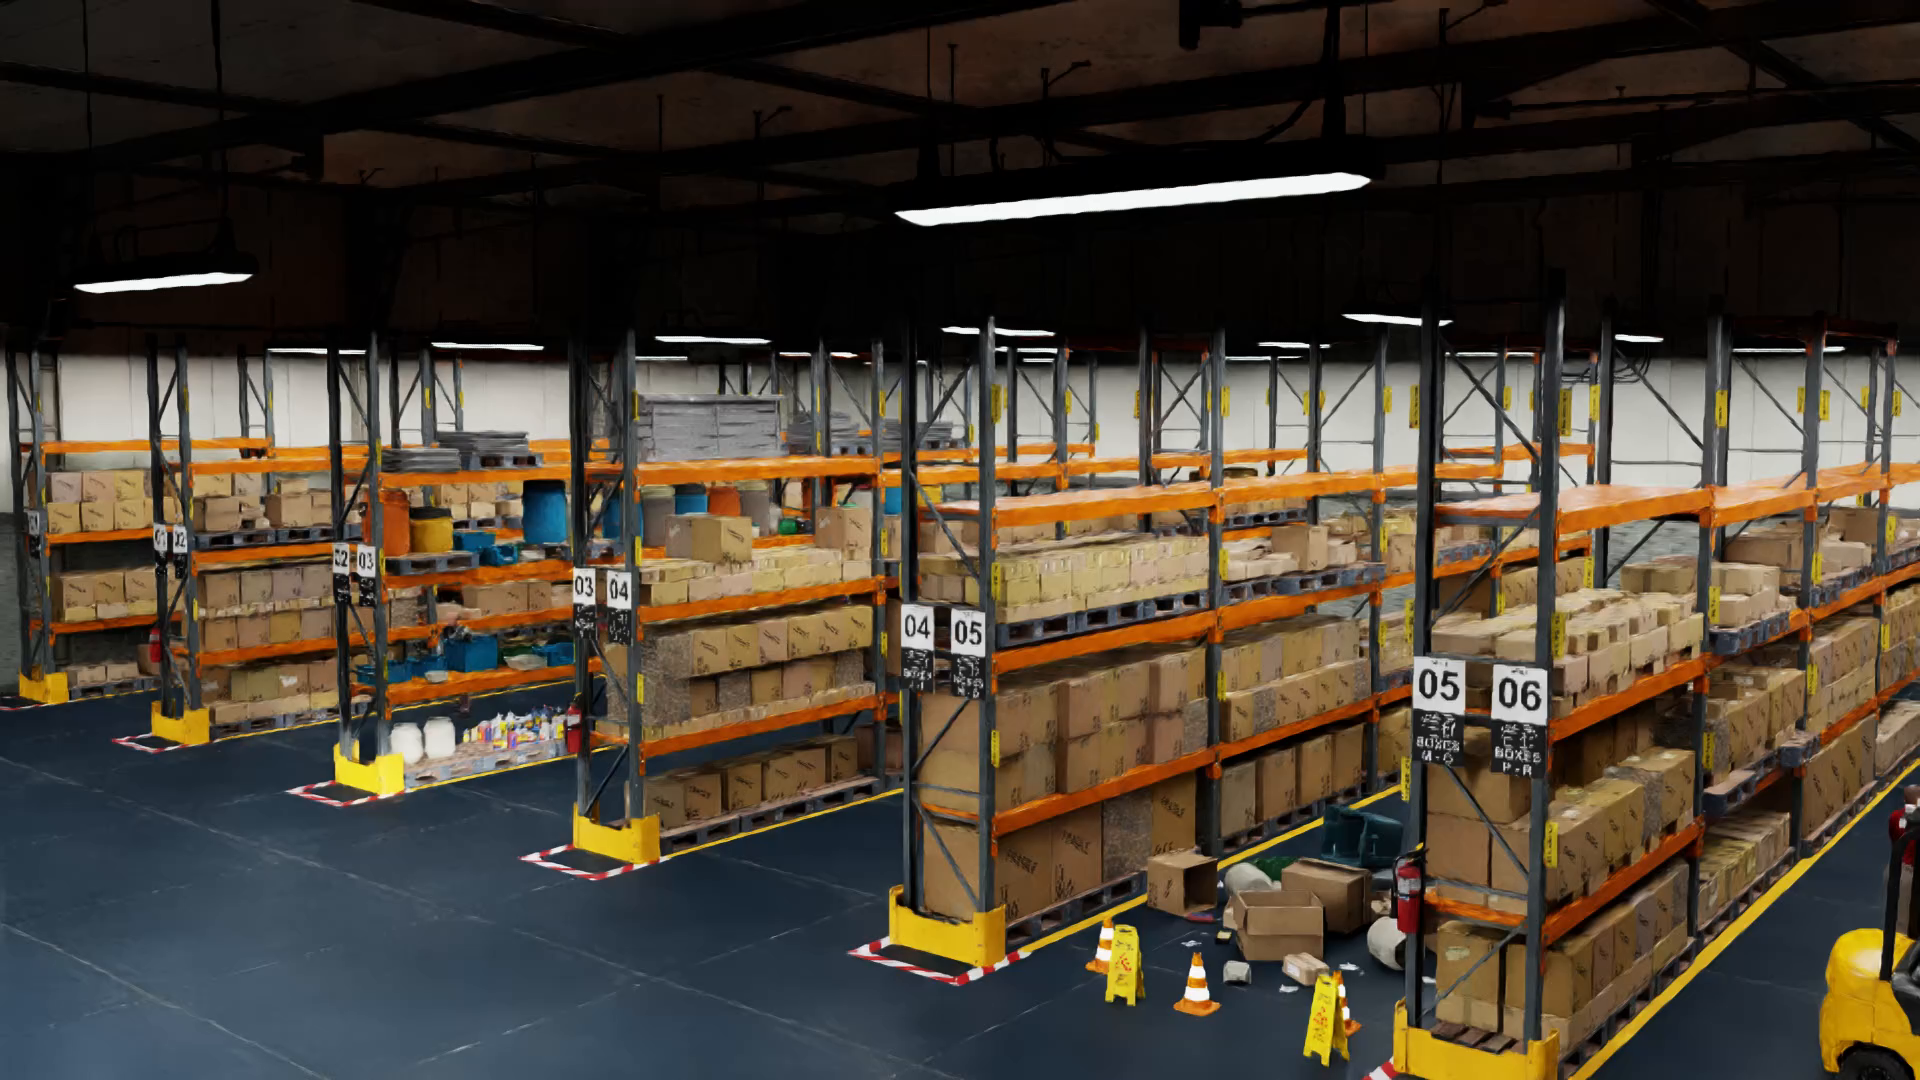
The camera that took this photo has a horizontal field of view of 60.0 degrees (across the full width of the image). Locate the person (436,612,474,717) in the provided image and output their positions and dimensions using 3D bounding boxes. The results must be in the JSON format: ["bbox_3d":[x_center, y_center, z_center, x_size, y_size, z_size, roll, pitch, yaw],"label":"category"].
[{"bbox_3d":[-7.961,1.949,26.478,0.688,1.659,0.825,2,6,21],"label":"person"}]

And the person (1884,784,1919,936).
[{"bbox_3d":[8.337,2.987,14.506,0.457,1.733,0.593,1,5,9],"label":"person"}]
